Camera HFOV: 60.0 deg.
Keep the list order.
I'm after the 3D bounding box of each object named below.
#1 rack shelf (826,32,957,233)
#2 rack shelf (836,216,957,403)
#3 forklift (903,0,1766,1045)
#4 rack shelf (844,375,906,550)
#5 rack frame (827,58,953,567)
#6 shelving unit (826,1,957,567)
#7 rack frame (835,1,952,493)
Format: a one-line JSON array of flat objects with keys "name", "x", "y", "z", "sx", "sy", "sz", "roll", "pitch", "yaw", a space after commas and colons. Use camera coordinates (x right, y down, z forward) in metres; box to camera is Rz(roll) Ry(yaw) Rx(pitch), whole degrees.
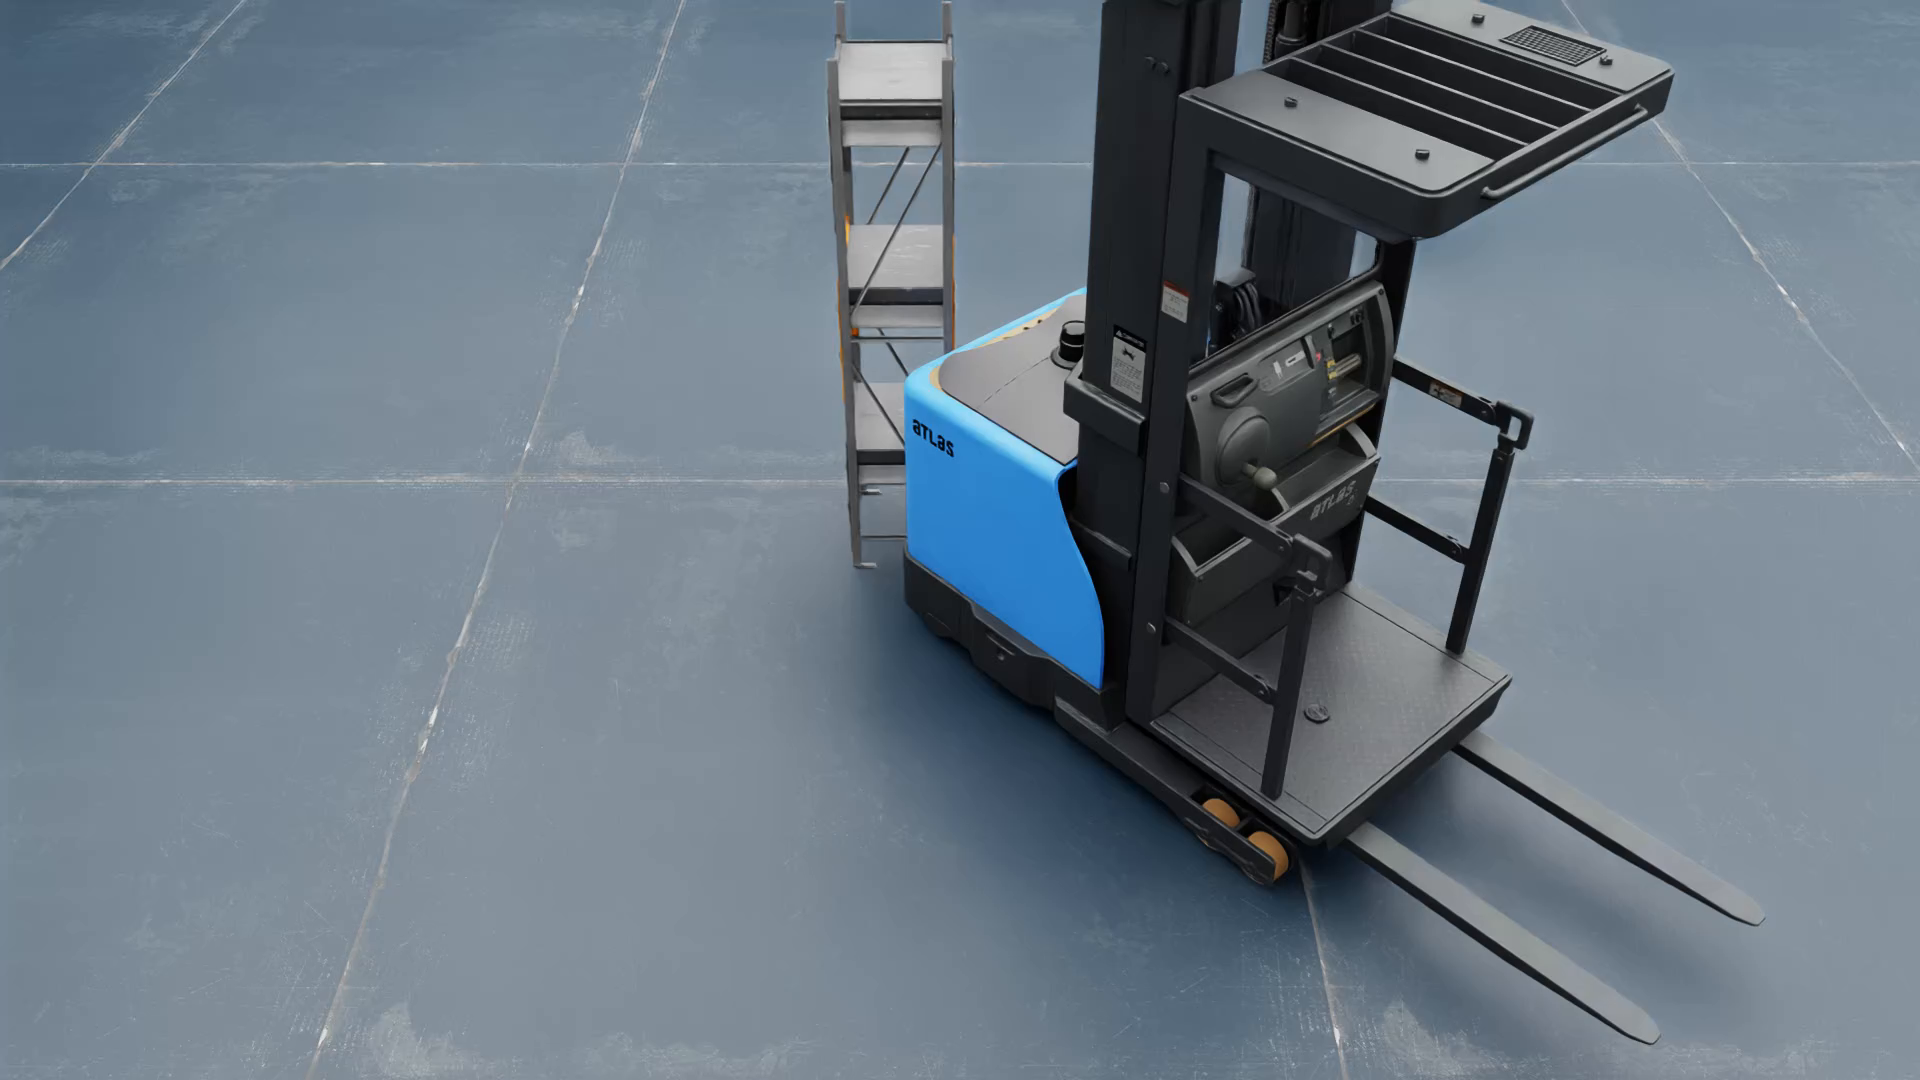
[{"name": "rack shelf", "x": -0.227, "y": -1.404, "z": 5.725, "sx": 0.431, "sy": 0.518, "sz": 0.480, "roll": 0, "pitch": 39, "yaw": 0}, {"name": "rack shelf", "x": -0.227, "y": -0.858, "z": 6.163, "sx": 0.431, "sy": 0.518, "sz": 0.480, "roll": 0, "pitch": 39, "yaw": 0}, {"name": "forklift", "x": 1.153, "y": -0.401, "z": 4.906, "sx": 1.130, "sy": 2.935, "sz": 3.031, "roll": -30, "pitch": 47, "yaw": -32}, {"name": "rack shelf", "x": -0.227, "y": -0.312, "z": 6.601, "sx": 0.431, "sy": 0.518, "sz": 0.480, "roll": 0, "pitch": 39, "yaw": 0}, {"name": "rack frame", "x": -0.225, "y": -0.716, "z": 5.964, "sx": 0.400, "sy": 2.100, "sz": 0.015, "roll": 0, "pitch": 39, "yaw": 0}, {"name": "shelving unit", "x": -0.227, "y": -0.868, "z": 6.155, "sx": 0.431, "sy": 2.100, "sz": 0.503, "roll": 0, "pitch": 39, "yaw": 0}, {"name": "rack frame", "x": -0.229, "y": -1.021, "z": 6.345, "sx": 0.400, "sy": 2.100, "sz": 0.015, "roll": 0, "pitch": 39, "yaw": 0}]
